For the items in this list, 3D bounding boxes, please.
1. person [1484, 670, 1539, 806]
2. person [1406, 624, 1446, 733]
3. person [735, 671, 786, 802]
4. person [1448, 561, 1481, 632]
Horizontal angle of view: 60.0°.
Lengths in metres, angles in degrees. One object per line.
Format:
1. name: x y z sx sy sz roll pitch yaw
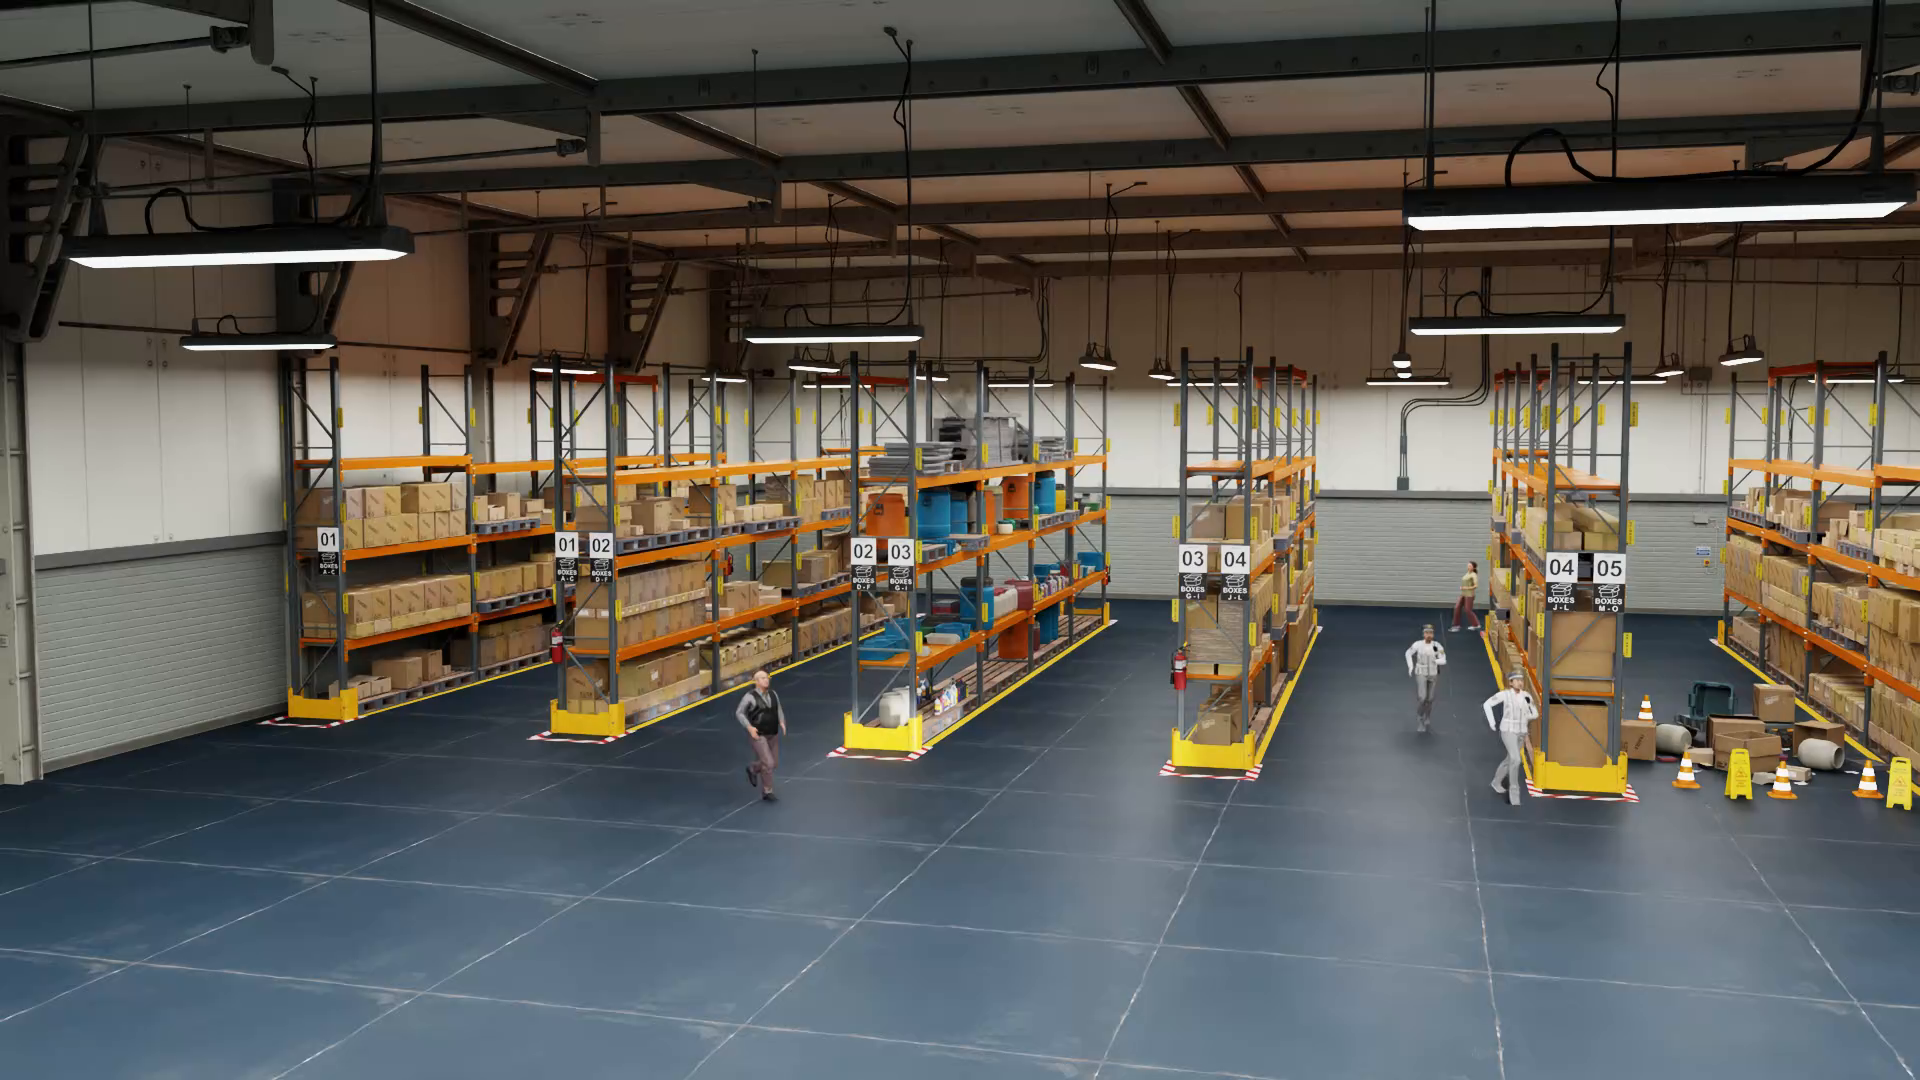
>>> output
1. person: 7.258 2.570 21.823 0.624 1.763 0.706 -2 4 -21
2. person: 7.466 2.208 26.608 0.576 1.749 0.732 0 4 3
3. person: -2.623 2.556 21.834 0.771 1.686 0.695 4 6 44
4. person: 11.870 1.331 38.812 0.702 1.697 0.633 -1 4 -11
